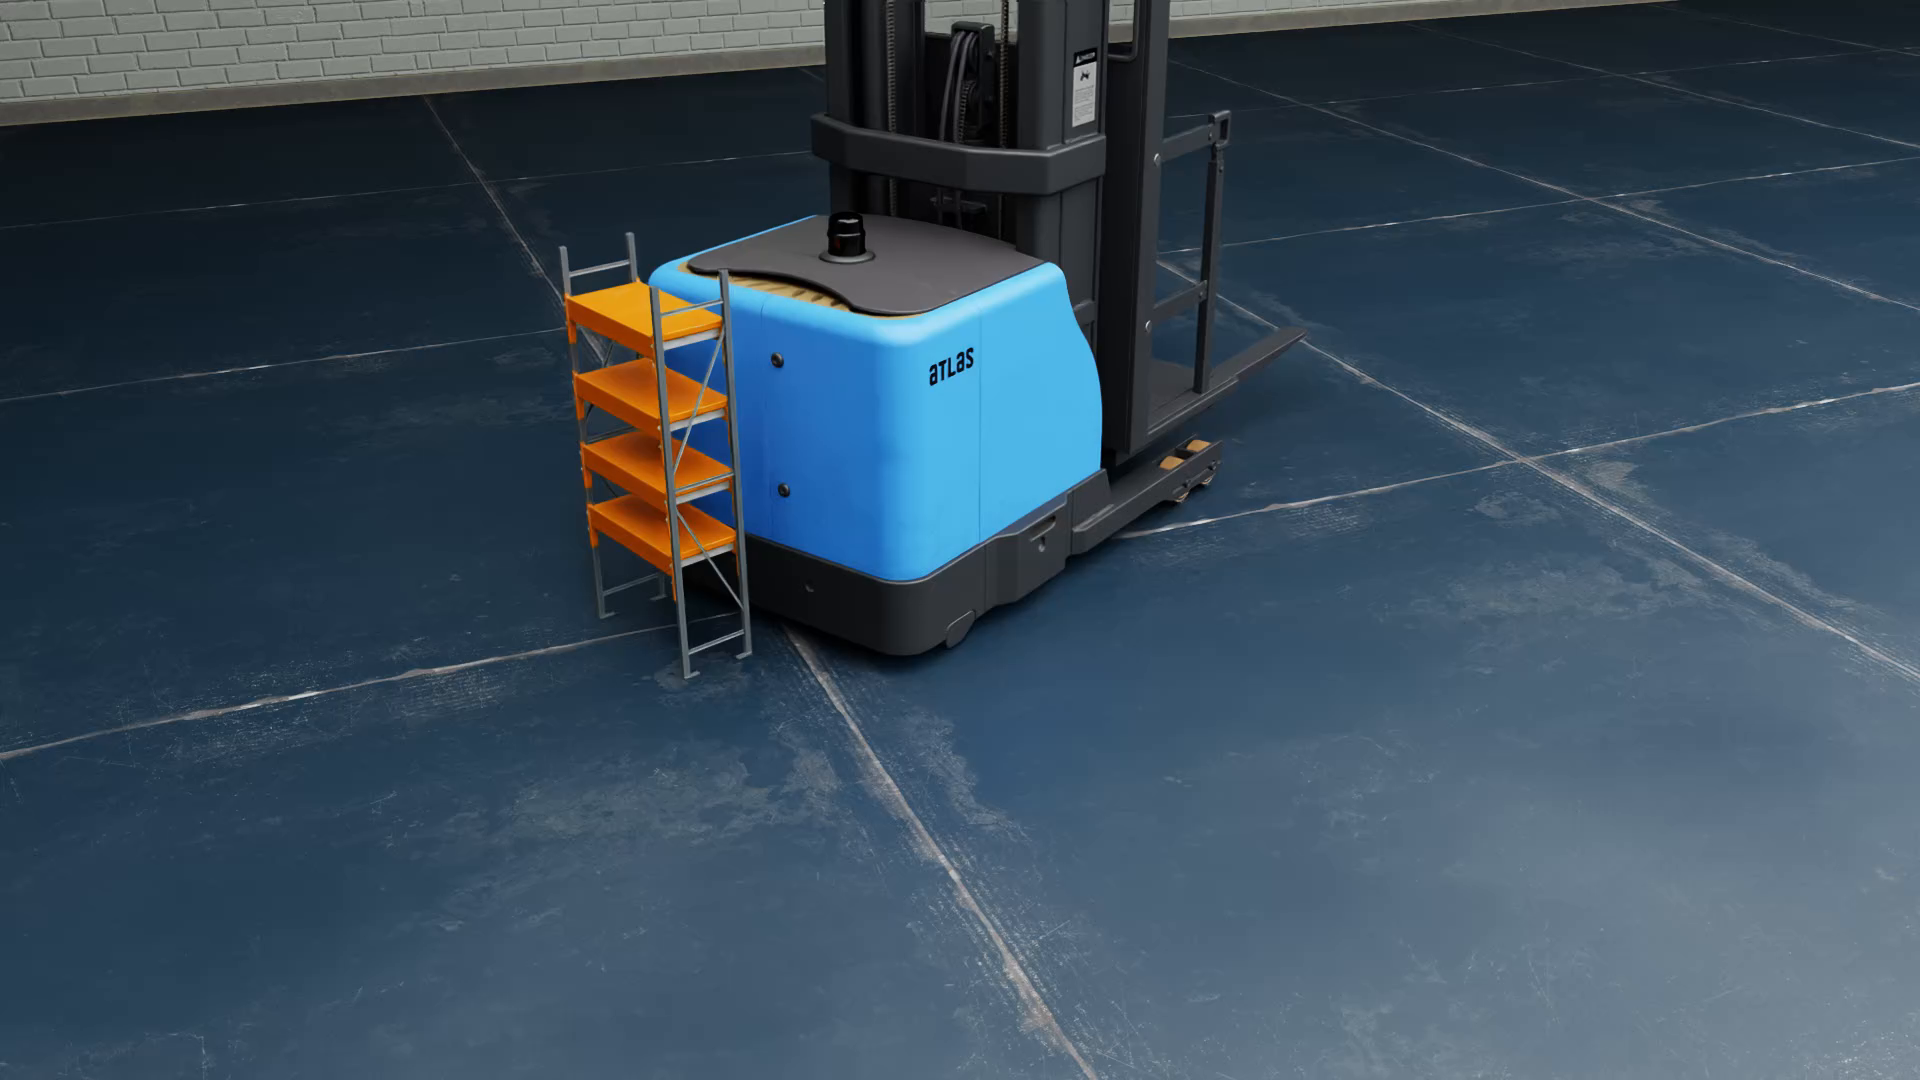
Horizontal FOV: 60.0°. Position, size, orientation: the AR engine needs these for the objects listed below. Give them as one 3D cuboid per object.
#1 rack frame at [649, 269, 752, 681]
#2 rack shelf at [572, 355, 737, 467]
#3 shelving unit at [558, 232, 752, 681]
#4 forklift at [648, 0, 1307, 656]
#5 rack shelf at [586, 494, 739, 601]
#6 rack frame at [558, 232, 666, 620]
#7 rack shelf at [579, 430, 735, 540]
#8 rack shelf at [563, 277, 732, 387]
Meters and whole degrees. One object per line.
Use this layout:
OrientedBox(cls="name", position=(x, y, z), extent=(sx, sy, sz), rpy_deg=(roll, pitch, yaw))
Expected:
OrientedBox(cls="rack frame", position=(-0.726, -0.161, 4.713), extent=(0.240, 1.200, 0.015), rpy_deg=(-21, 33, -36))
OrientedBox(cls="rack shelf", position=(-0.886, -0.383, 4.810), extent=(0.258, 0.148, 0.480), rpy_deg=(-21, 33, -36))
OrientedBox(cls="shelving unit", position=(-0.886, -0.242, 4.878), extent=(0.258, 1.200, 0.503), rpy_deg=(-21, 33, -36))
OrientedBox(cls="forklift", position=(0.319, -1.565, 5.615), extent=(1.130, 2.935, 3.031), rpy_deg=(18, 31, 32))
OrientedBox(cls="rack shelf", position=(-0.886, -0.003, 4.995), extent=(0.258, 0.148, 0.480), rpy_deg=(-21, 33, -36))
OrientedBox(cls="rack frame", position=(-1.046, -0.323, 5.044), extent=(0.240, 1.200, 0.015), rpy_deg=(-21, 33, -36))
OrientedBox(cls="rack shelf", position=(-0.886, -0.182, 4.908), extent=(0.258, 0.148, 0.480), rpy_deg=(-21, 33, -36))
OrientedBox(cls="rack shelf", position=(-0.886, -0.595, 4.706), extent=(0.258, 0.148, 0.480), rpy_deg=(-21, 33, -36))
